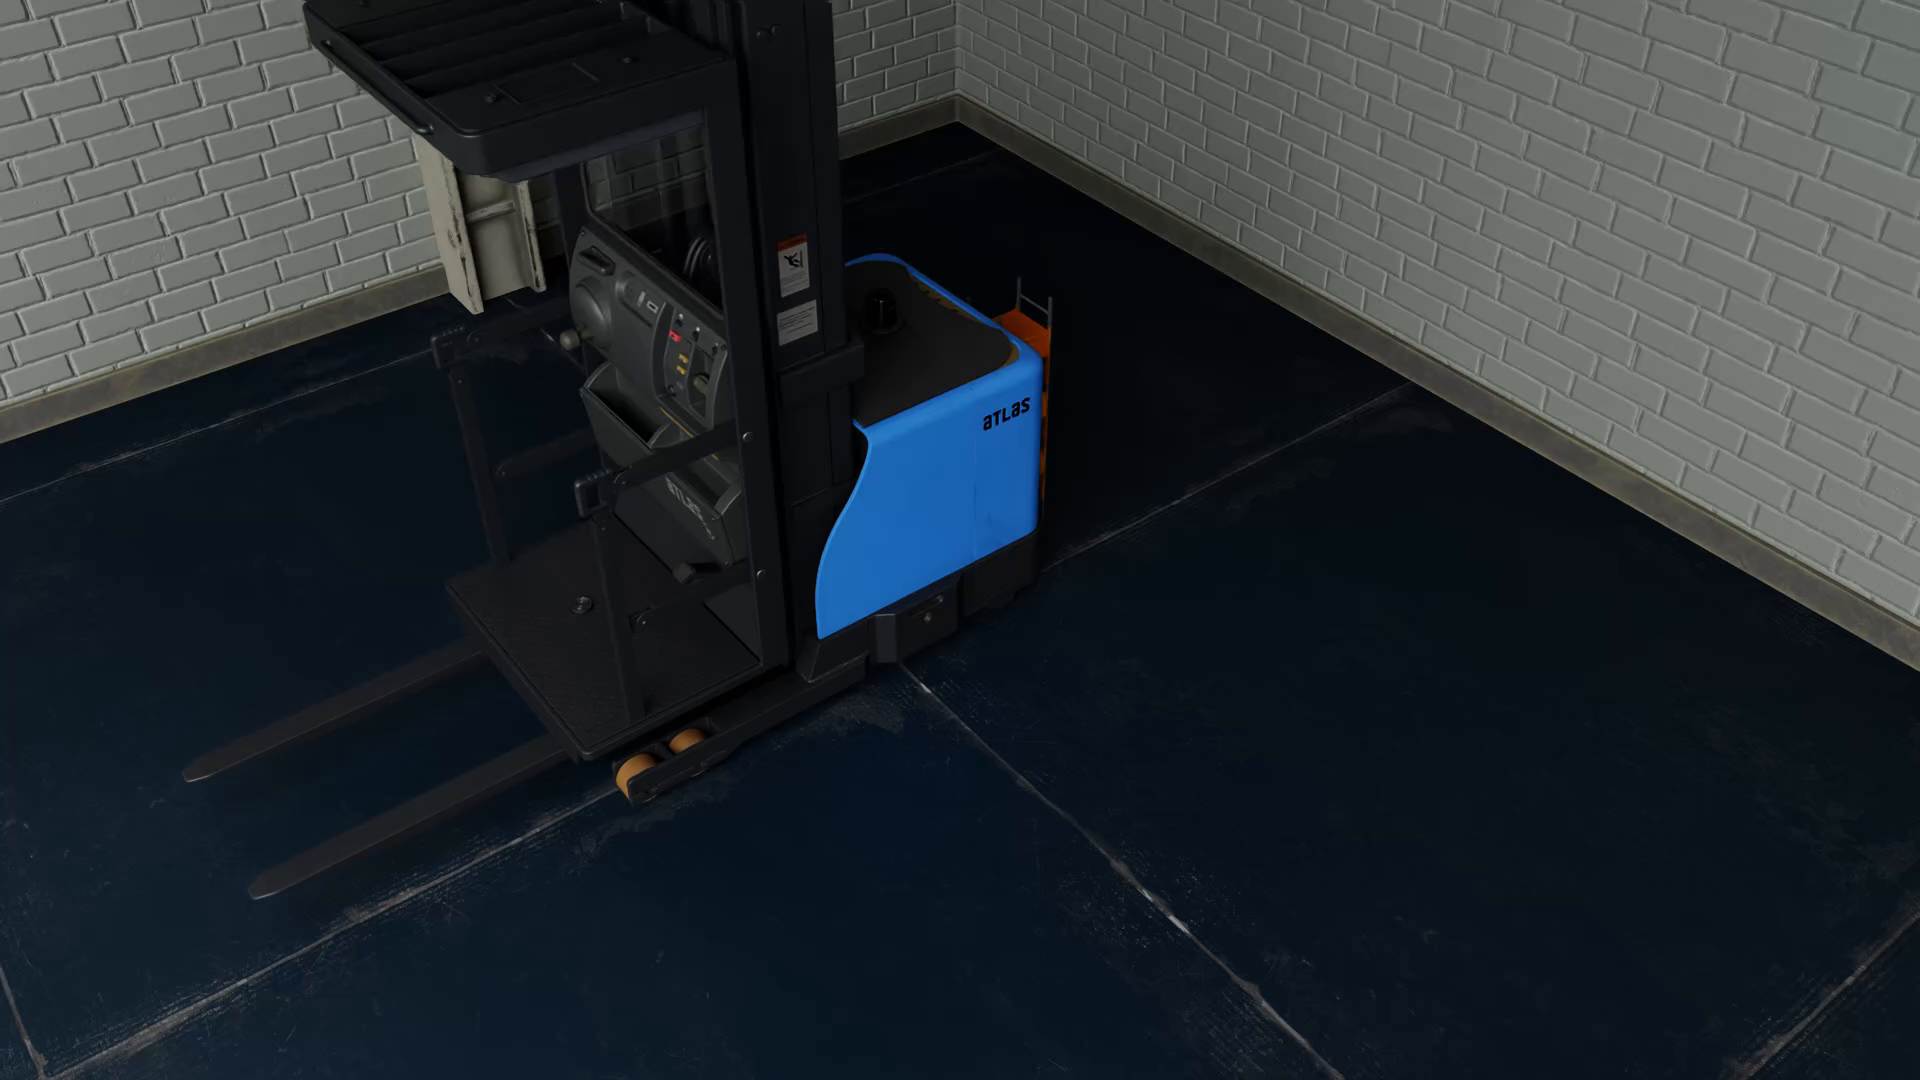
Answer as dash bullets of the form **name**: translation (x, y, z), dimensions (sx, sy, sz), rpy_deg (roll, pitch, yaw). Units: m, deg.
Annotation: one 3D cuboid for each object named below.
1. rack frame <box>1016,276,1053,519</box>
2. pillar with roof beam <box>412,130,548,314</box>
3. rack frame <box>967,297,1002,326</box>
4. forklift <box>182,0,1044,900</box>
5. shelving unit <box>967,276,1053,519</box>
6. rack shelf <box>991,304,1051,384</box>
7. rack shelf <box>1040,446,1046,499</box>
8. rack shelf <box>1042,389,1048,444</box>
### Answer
- **rack frame**: translation (0.281, -0.545, 6.587), dimensions (0.008, 1.050, 0.200), rpy_deg (-26, 46, -28)
- **pillar with roof beam**: translation (0.324, -2.563, 2.779), dimensions (0.400, 9.000, 9.100), rpy_deg (-26, 46, -28)
- **rack frame**: translation (0.089, -0.450, 6.471), dimensions (0.008, 1.050, 0.200), rpy_deg (-26, 46, -28)
- **forklift**: translation (-1.163, -0.622, 5.197), dimensions (3.031, 2.935, 1.130), rpy_deg (-26, 46, -28)
- **shelving unit**: translation (0.185, -0.498, 6.529), dimensions (0.252, 1.050, 0.215), rpy_deg (-26, 46, -28)
- **rack shelf**: translation (0.185, -0.709, 6.356), dimensions (0.240, 0.259, 0.215), rpy_deg (-26, 46, -28)
- **rack shelf**: translation (0.185, -0.275, 6.712), dimensions (0.240, 0.259, 0.215), rpy_deg (-26, 46, -28)
- **rack shelf**: translation (0.185, -0.490, 6.536), dimensions (0.240, 0.259, 0.215), rpy_deg (-26, 46, -28)
